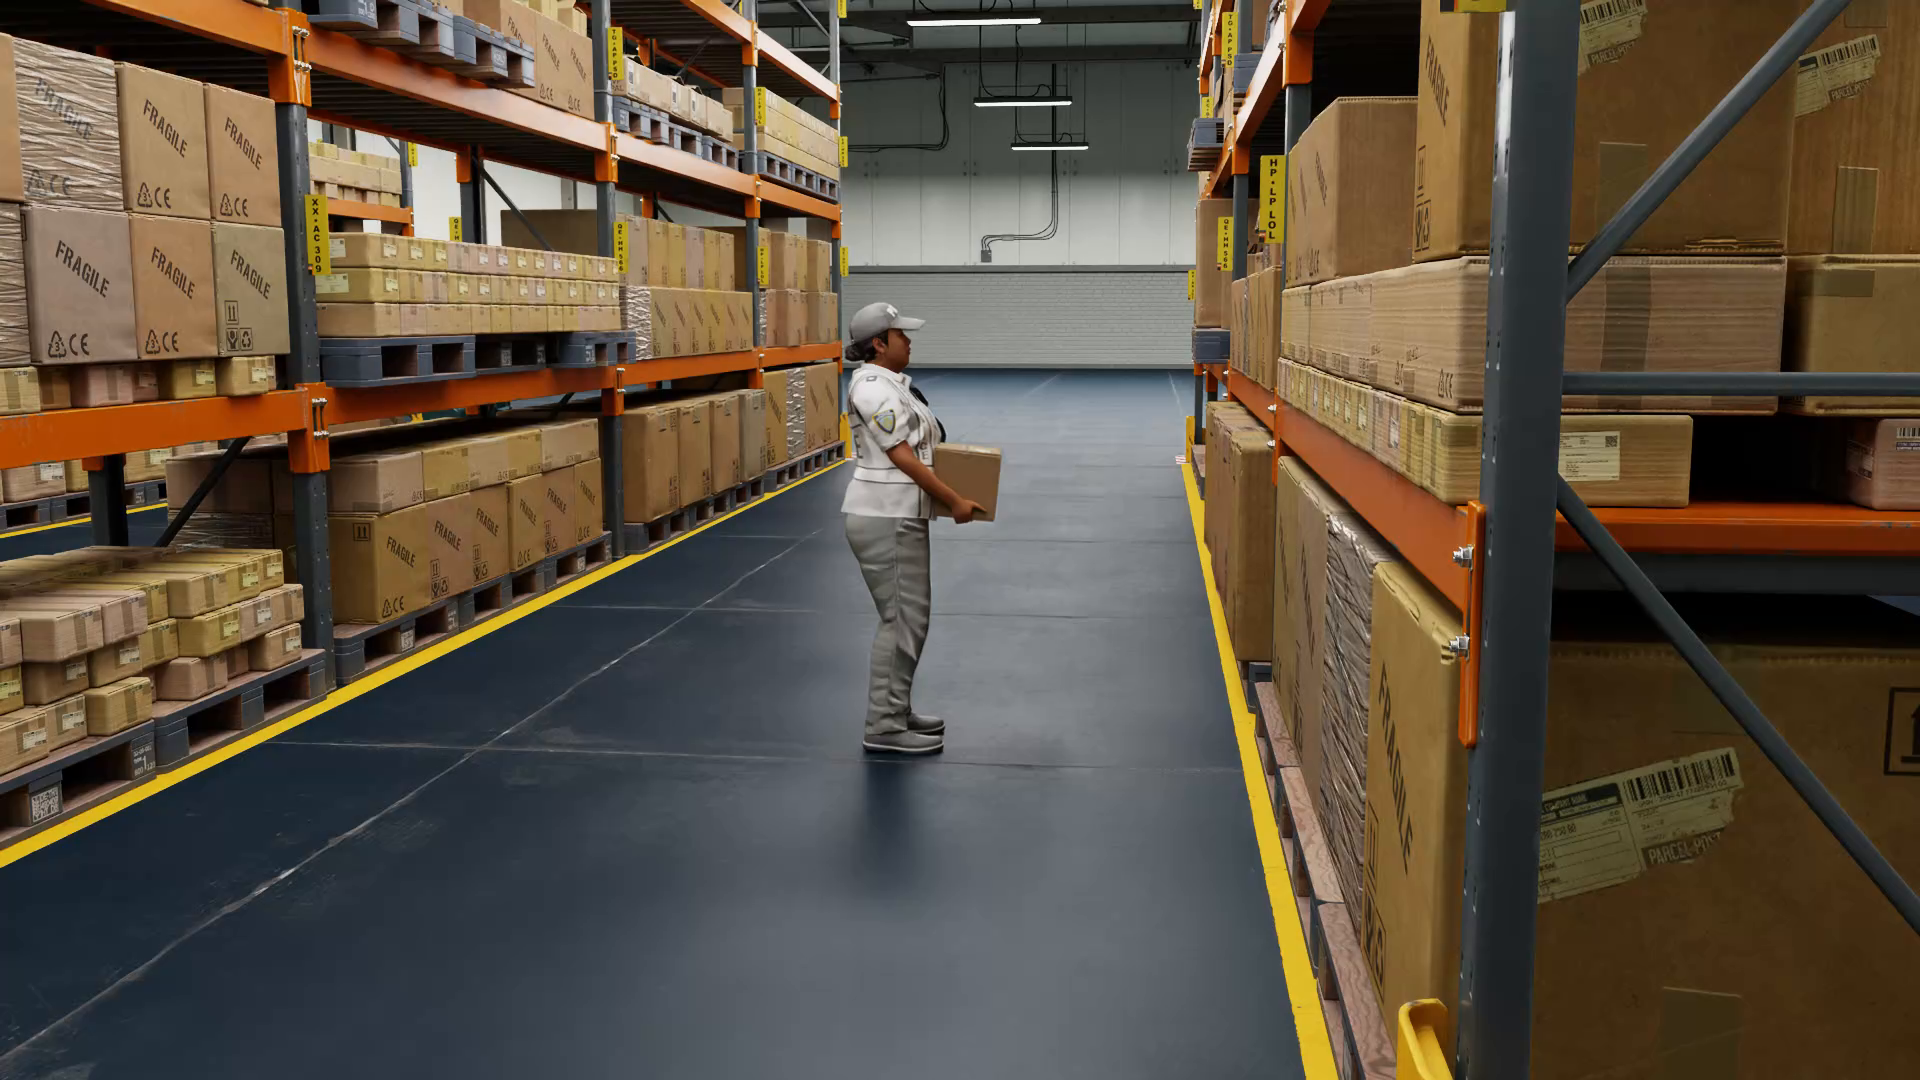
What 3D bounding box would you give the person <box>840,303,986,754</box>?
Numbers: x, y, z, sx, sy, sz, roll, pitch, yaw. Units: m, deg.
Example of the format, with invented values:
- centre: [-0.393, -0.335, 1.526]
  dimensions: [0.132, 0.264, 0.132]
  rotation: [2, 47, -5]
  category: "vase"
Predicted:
- centre: [-0.175, -0.054, 6.226]
  dimensions: [0.541, 1.653, 0.453]
  rotation: [0, 8, 0]
  category: "person"
